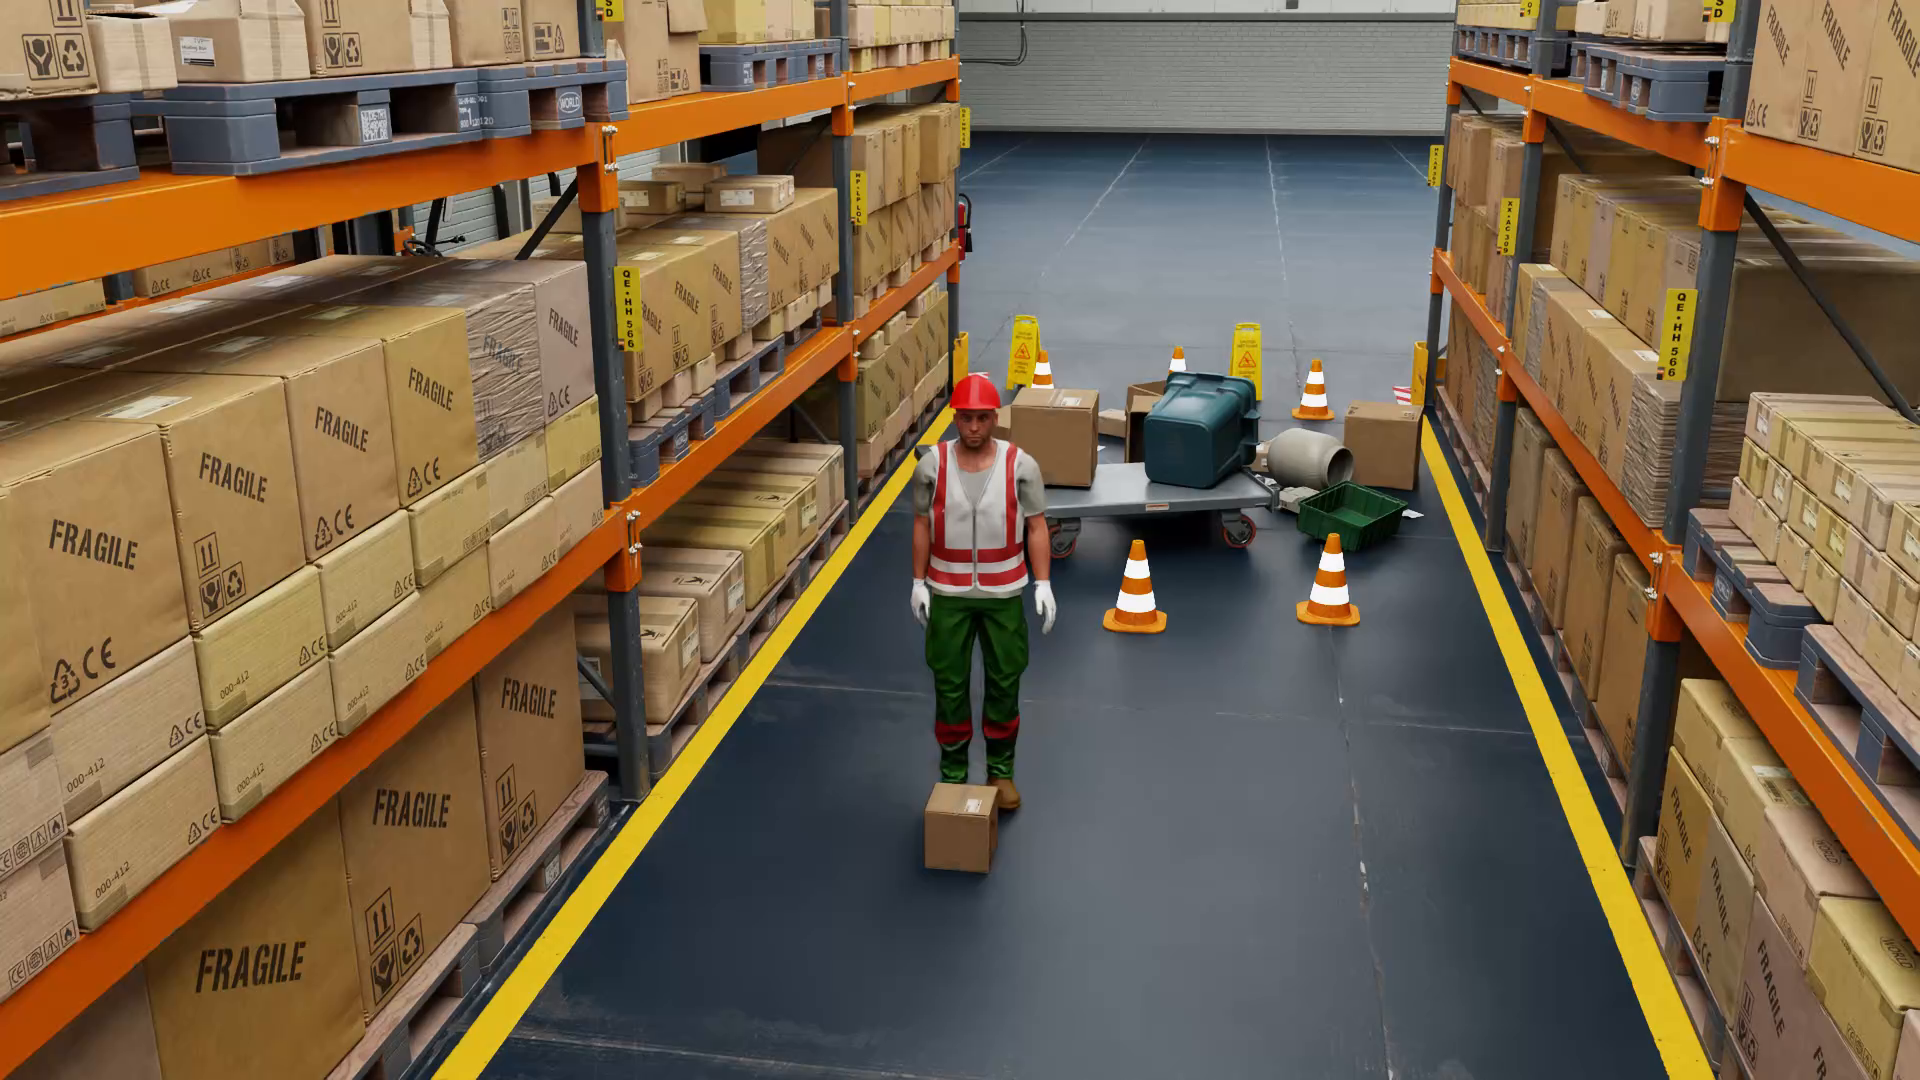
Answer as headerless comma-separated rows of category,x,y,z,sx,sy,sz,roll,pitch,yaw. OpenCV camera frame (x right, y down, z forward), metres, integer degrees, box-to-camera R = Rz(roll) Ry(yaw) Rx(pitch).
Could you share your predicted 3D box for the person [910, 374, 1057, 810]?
person,0.091,0.237,6.721,0.599,1.814,0.429,1,18,2
